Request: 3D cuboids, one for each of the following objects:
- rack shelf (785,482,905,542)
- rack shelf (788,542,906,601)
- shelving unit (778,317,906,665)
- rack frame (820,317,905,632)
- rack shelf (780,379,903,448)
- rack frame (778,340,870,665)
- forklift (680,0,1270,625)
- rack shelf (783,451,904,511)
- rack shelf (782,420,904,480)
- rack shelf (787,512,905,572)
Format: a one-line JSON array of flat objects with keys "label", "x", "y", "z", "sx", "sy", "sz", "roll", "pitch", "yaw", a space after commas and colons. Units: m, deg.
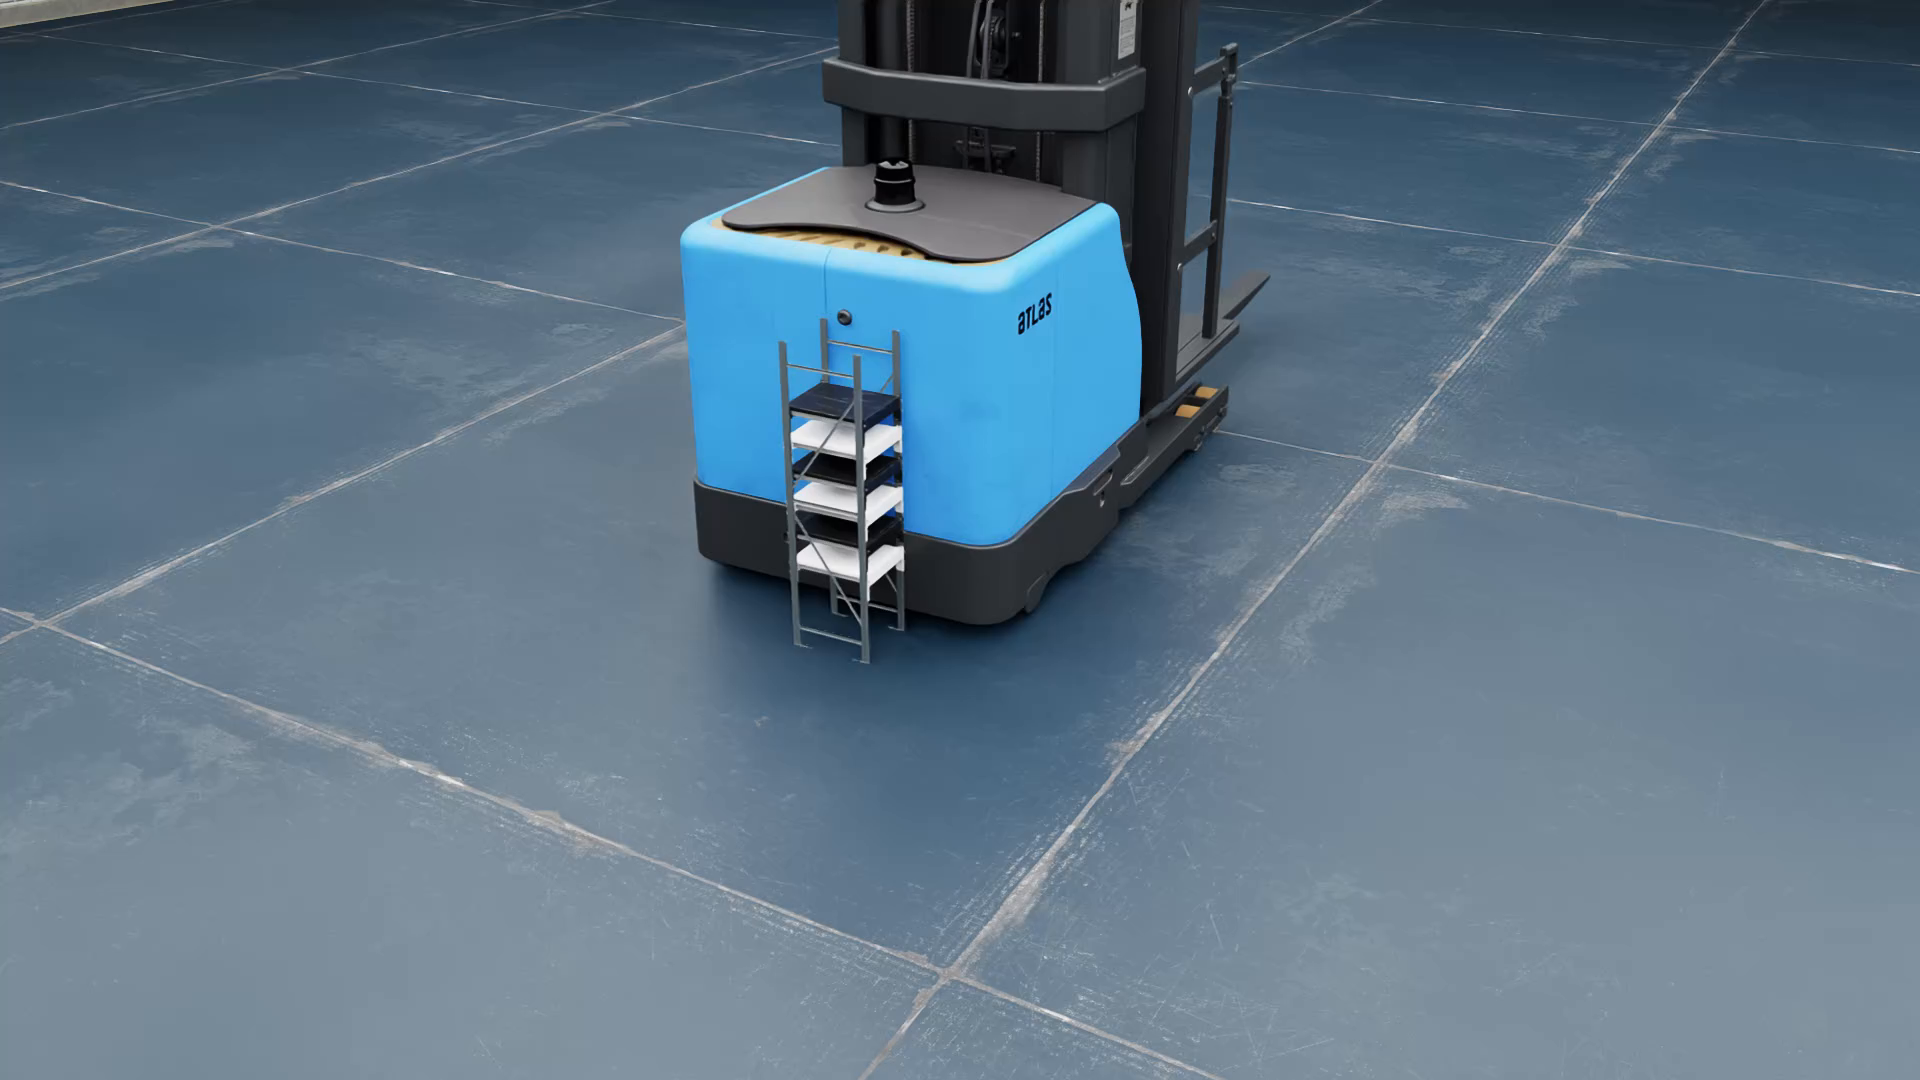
[{"label": "rack shelf", "x": -0.311, "y": -0.094, "z": 4.508, "sx": 0.258, "sy": 0.077, "sz": 0.200, "roll": 13, "pitch": 29, "yaw": 24}, {"label": "rack shelf", "x": -0.311, "y": 0.066, "z": 4.588, "sx": 0.258, "sy": 0.077, "sz": 0.200, "roll": 13, "pitch": 29, "yaw": 24}, {"label": "shelving unit", "x": -0.311, "y": -0.124, "z": 4.493, "sx": 0.258, "sy": 0.900, "sz": 0.210, "roll": 13, "pitch": 29, "yaw": 24}, {"label": "rack frame", "x": -0.265, "y": -0.165, "z": 4.574, "sx": 0.240, "sy": 0.900, "sz": 0.006, "roll": 13, "pitch": 29, "yaw": 24}, {"label": "rack shelf", "x": -0.311, "y": -0.336, "z": 4.387, "sx": 0.258, "sy": 0.077, "sz": 0.200, "roll": 13, "pitch": 29, "yaw": 24}, {"label": "rack frame", "x": -0.357, "y": -0.084, "z": 4.412, "sx": 0.240, "sy": 0.900, "sz": 0.006, "roll": 13, "pitch": 29, "yaw": 24}, {"label": "forklift", "x": 0.322, "y": -1.703, "z": 5.379, "sx": 1.130, "sy": 2.935, "sz": 3.031, "roll": 13, "pitch": 29, "yaw": 24}, {"label": "rack shelf", "x": -0.311, "y": -0.175, "z": 4.468, "sx": 0.258, "sy": 0.077, "sz": 0.200, "roll": 13, "pitch": 29, "yaw": 24}, {"label": "rack shelf", "x": -0.311, "y": -0.255, "z": 4.427, "sx": 0.258, "sy": 0.077, "sz": 0.200, "roll": 13, "pitch": 29, "yaw": 24}, {"label": "rack shelf", "x": -0.311, "y": -0.014, "z": 4.548, "sx": 0.258, "sy": 0.077, "sz": 0.200, "roll": 13, "pitch": 29, "yaw": 24}]
